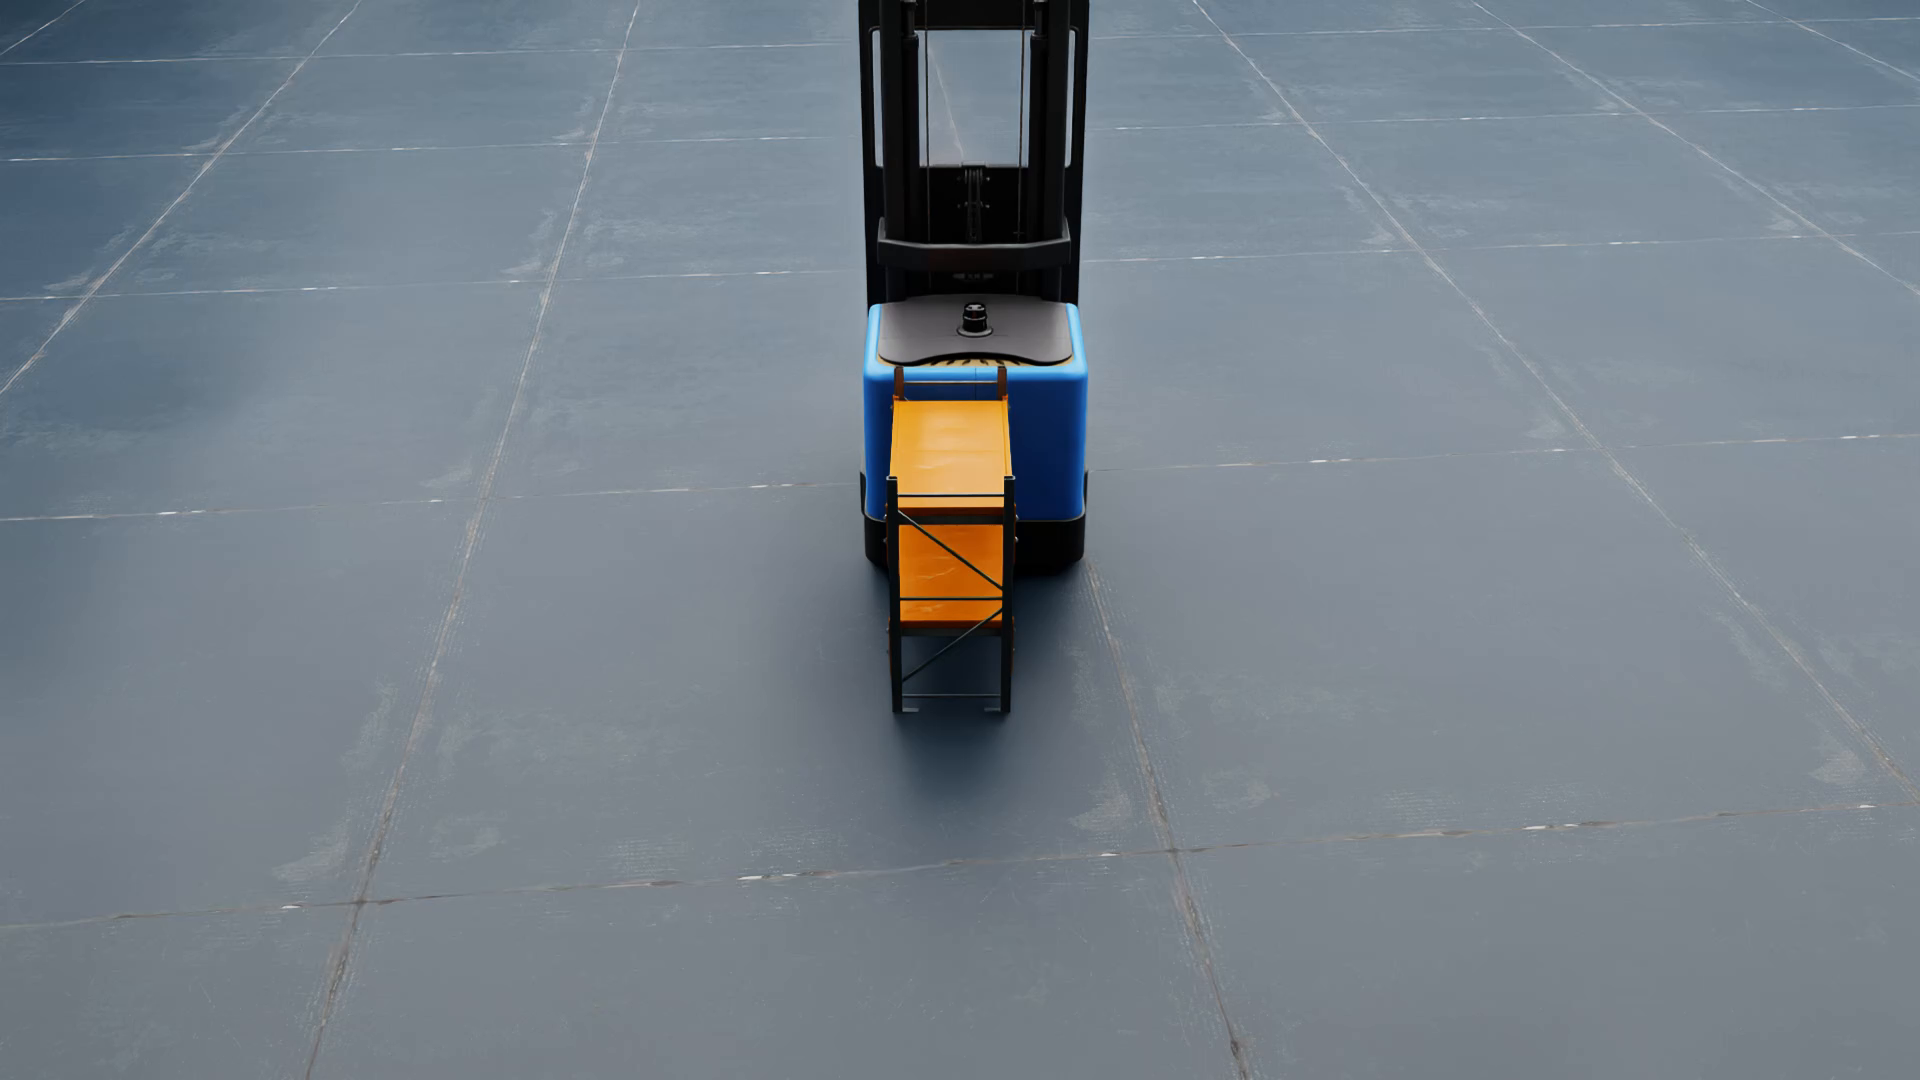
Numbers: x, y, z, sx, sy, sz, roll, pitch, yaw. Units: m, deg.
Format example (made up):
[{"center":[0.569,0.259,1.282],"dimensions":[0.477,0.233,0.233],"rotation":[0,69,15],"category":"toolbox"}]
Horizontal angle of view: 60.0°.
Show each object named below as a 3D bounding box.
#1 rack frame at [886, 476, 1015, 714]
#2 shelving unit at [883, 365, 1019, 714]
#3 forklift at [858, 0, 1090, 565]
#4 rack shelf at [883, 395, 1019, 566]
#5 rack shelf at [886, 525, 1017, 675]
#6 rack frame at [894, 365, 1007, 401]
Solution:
[{"center":[-0.036,0.241,6.750],"dimensions":[0.500,1.125,0.032],"rotation":[0,31,0],"category":"rack frame"},{"center":[-0.039,-0.020,7.186],"dimensions":[0.538,1.125,1.048],"rotation":[0,31,0],"category":"shelving unit"},{"center":[0.063,-1.855,8.497],"dimensions":[1.130,2.935,3.031],"rotation":[0,31,0],"category":"forklift"},{"center":[-0.039,-0.271,7.036],"dimensions":[0.538,0.278,1.000],"rotation":[0,31,0],"category":"rack shelf"},{"center":[-0.039,0.190,7.311],"dimensions":[0.538,0.278,1.000],"rotation":[0,31,0],"category":"rack shelf"},{"center":[-0.042,-0.280,7.622],"dimensions":[0.500,1.125,0.032],"rotation":[0,31,0],"category":"rack frame"}]
